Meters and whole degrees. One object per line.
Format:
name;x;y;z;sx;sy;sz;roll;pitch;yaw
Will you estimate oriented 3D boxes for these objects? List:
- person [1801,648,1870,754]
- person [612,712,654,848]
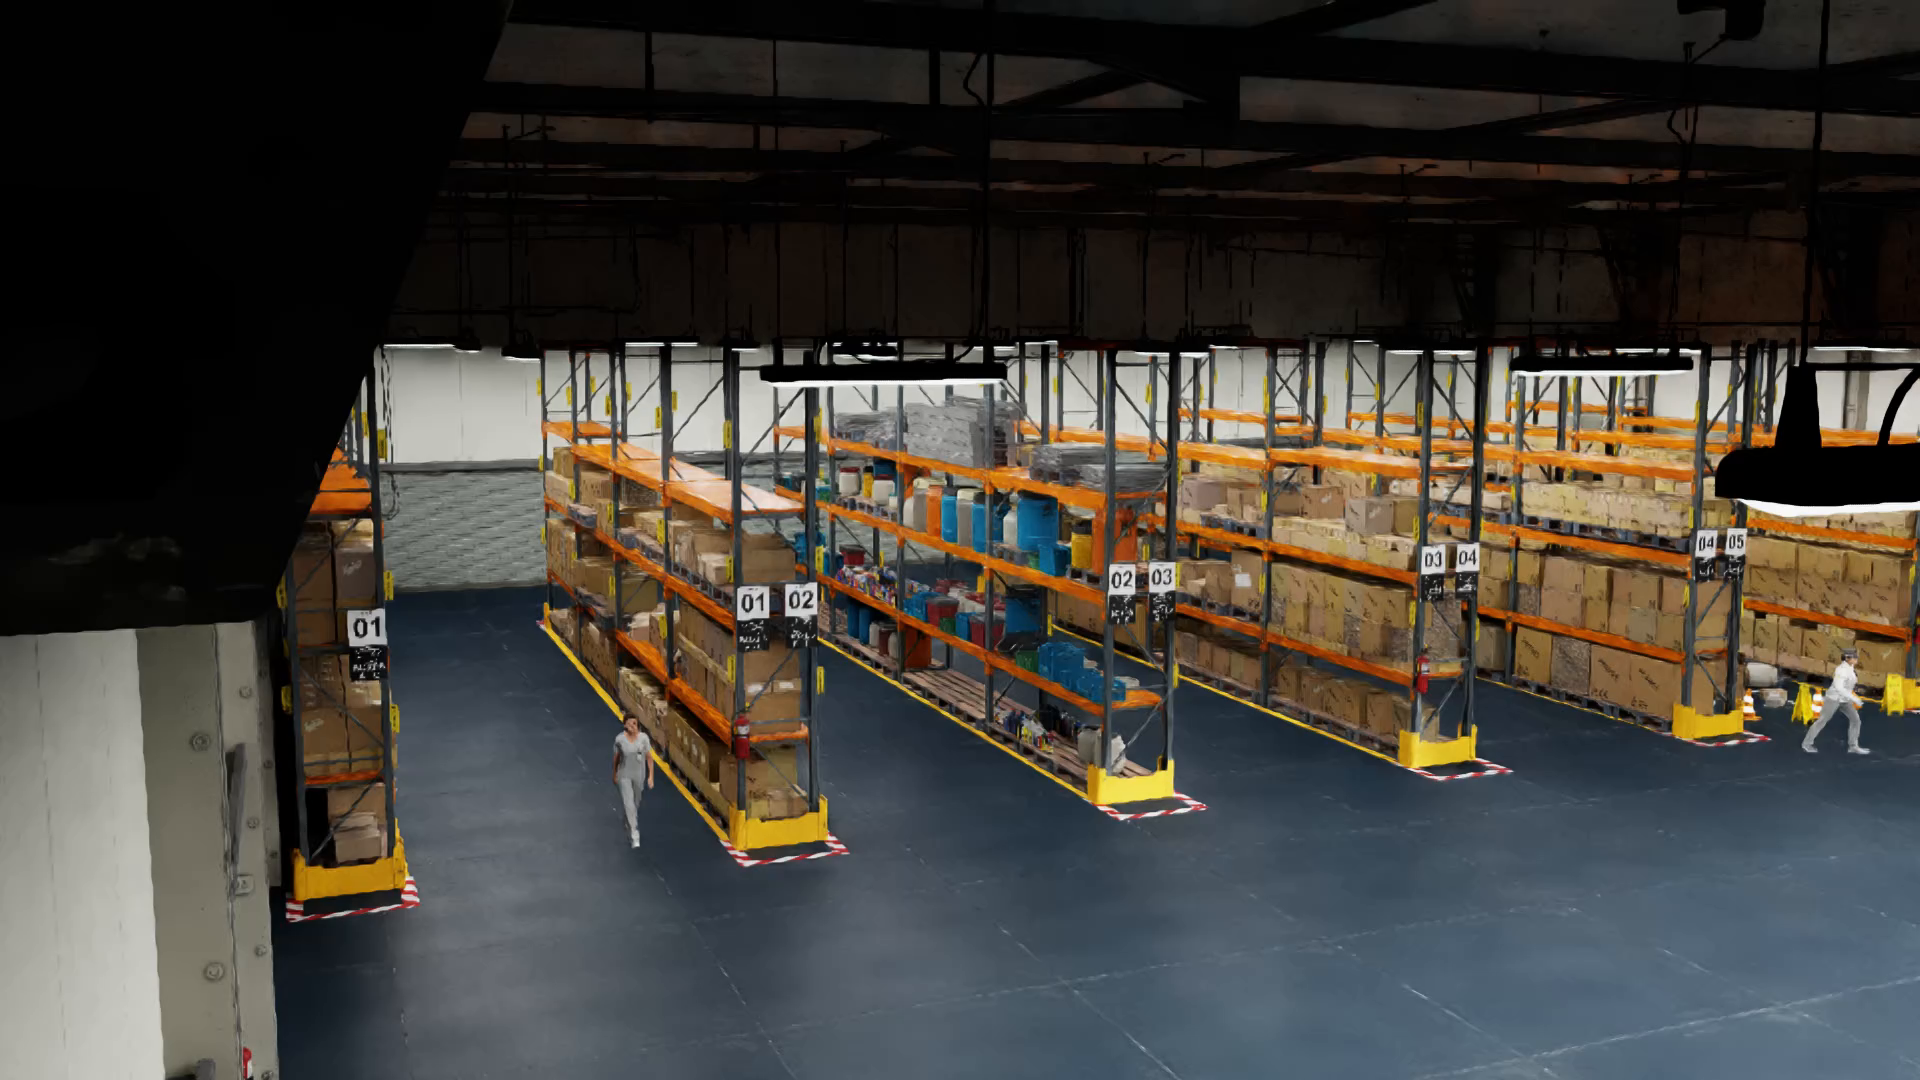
person;12.923;2.349;24.493;0.639;1.610;0.808;-6;9;-38
person;-3.993;2.889;20.360;0.453;1.612;1.019;-3;8;-23
